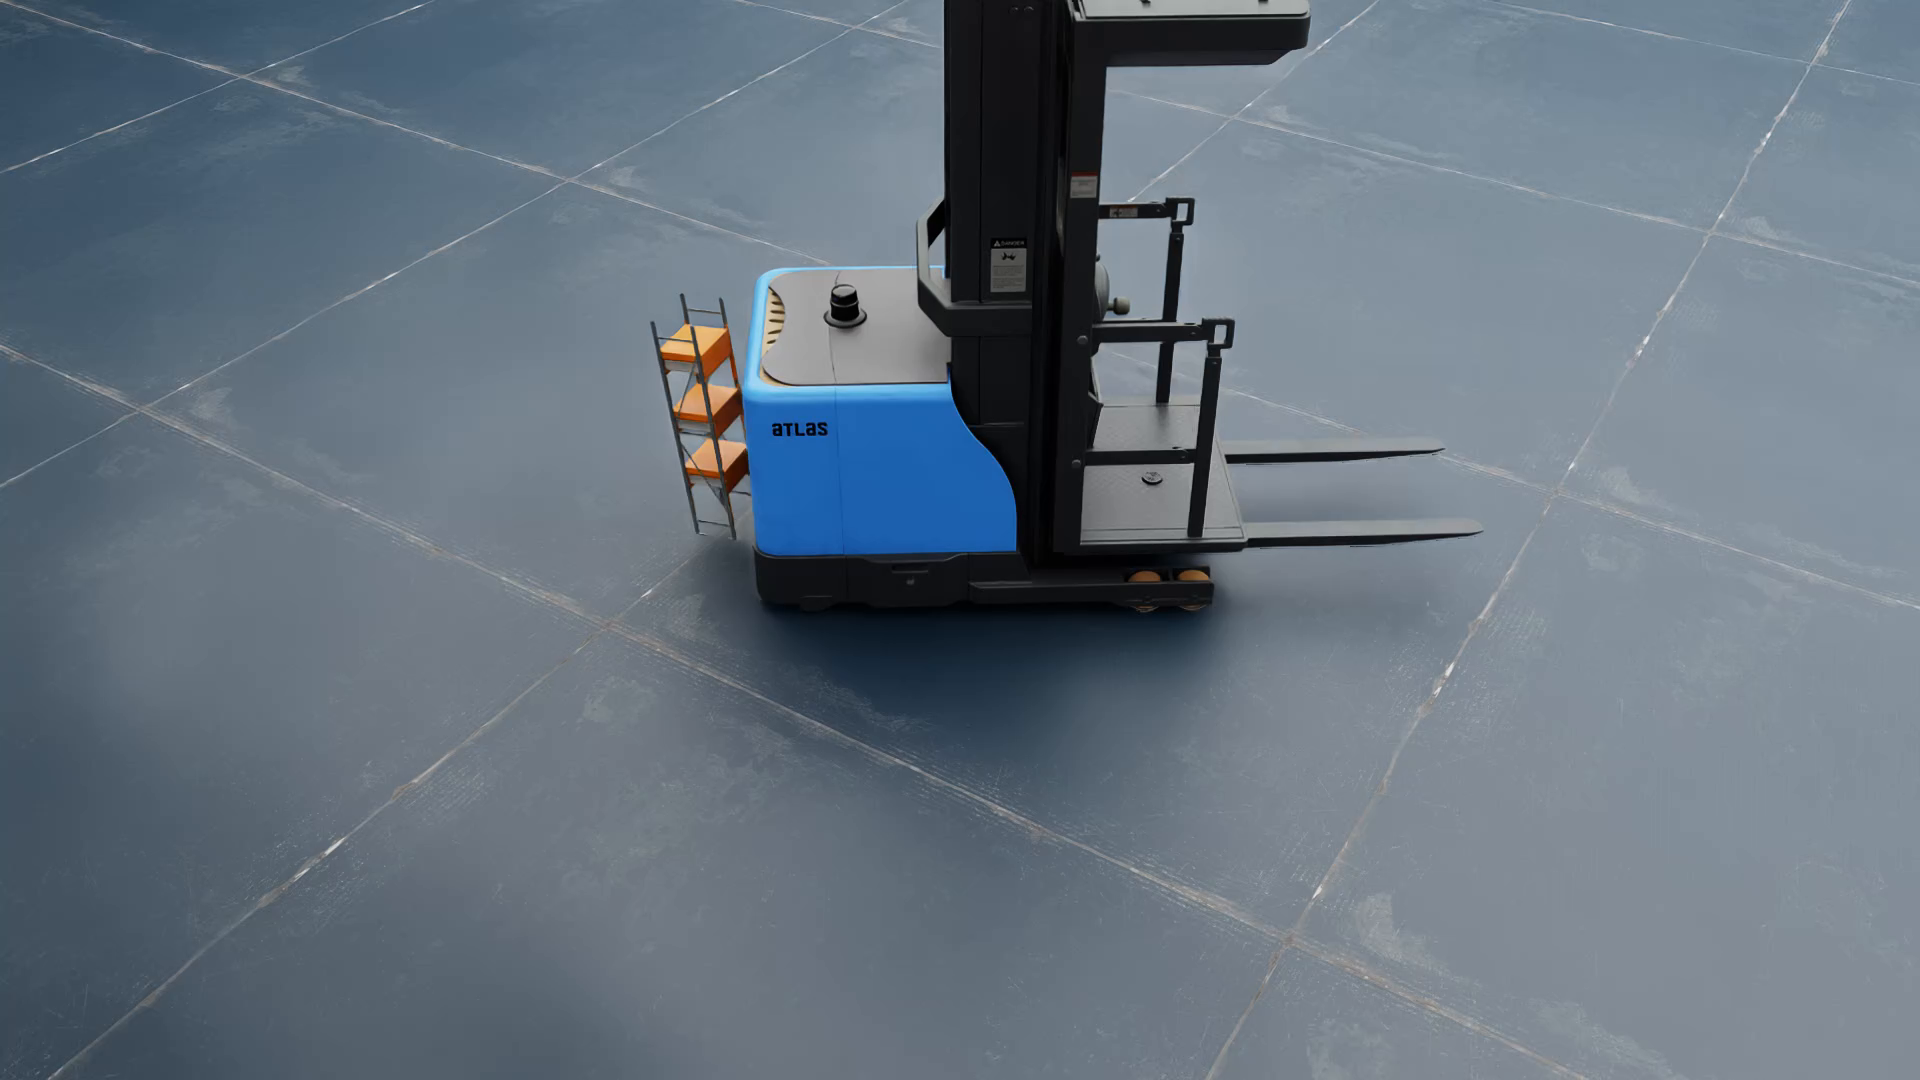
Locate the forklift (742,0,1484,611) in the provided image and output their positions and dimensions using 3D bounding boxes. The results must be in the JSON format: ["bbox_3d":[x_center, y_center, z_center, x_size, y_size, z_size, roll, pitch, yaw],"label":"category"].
[{"bbox_3d":[0.660,-1.192,6.396,3.031,2.935,1.130,-1,38,-2],"label":"forklift"}]

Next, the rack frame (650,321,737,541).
[{"bbox_3d":[-1.106,-0.438,6.943,0.200,1.050,0.008,9,38,20],"label":"rack frame"}]

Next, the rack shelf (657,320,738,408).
[{"bbox_3d":[-1.084,-0.728,6.875,0.215,0.259,0.240,9,38,20],"label":"rack shelf"}]

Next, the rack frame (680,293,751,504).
[{"bbox_3d":[-1.017,-0.576,7.124,0.200,1.050,0.008,9,38,20],"label":"rack frame"}]

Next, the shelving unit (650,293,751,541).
[{"bbox_3d":[-1.061,-0.507,7.034,0.215,1.050,0.252,9,38,20],"label":"shelving unit"}]

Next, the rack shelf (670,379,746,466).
[{"bbox_3d":[-1.061,-0.498,7.040,0.215,0.259,0.240,9,38,20],"label":"rack shelf"}]

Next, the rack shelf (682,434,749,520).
[{"bbox_3d":[-1.037,-0.273,7.201,0.215,0.259,0.240,9,38,20],"label":"rack shelf"}]
